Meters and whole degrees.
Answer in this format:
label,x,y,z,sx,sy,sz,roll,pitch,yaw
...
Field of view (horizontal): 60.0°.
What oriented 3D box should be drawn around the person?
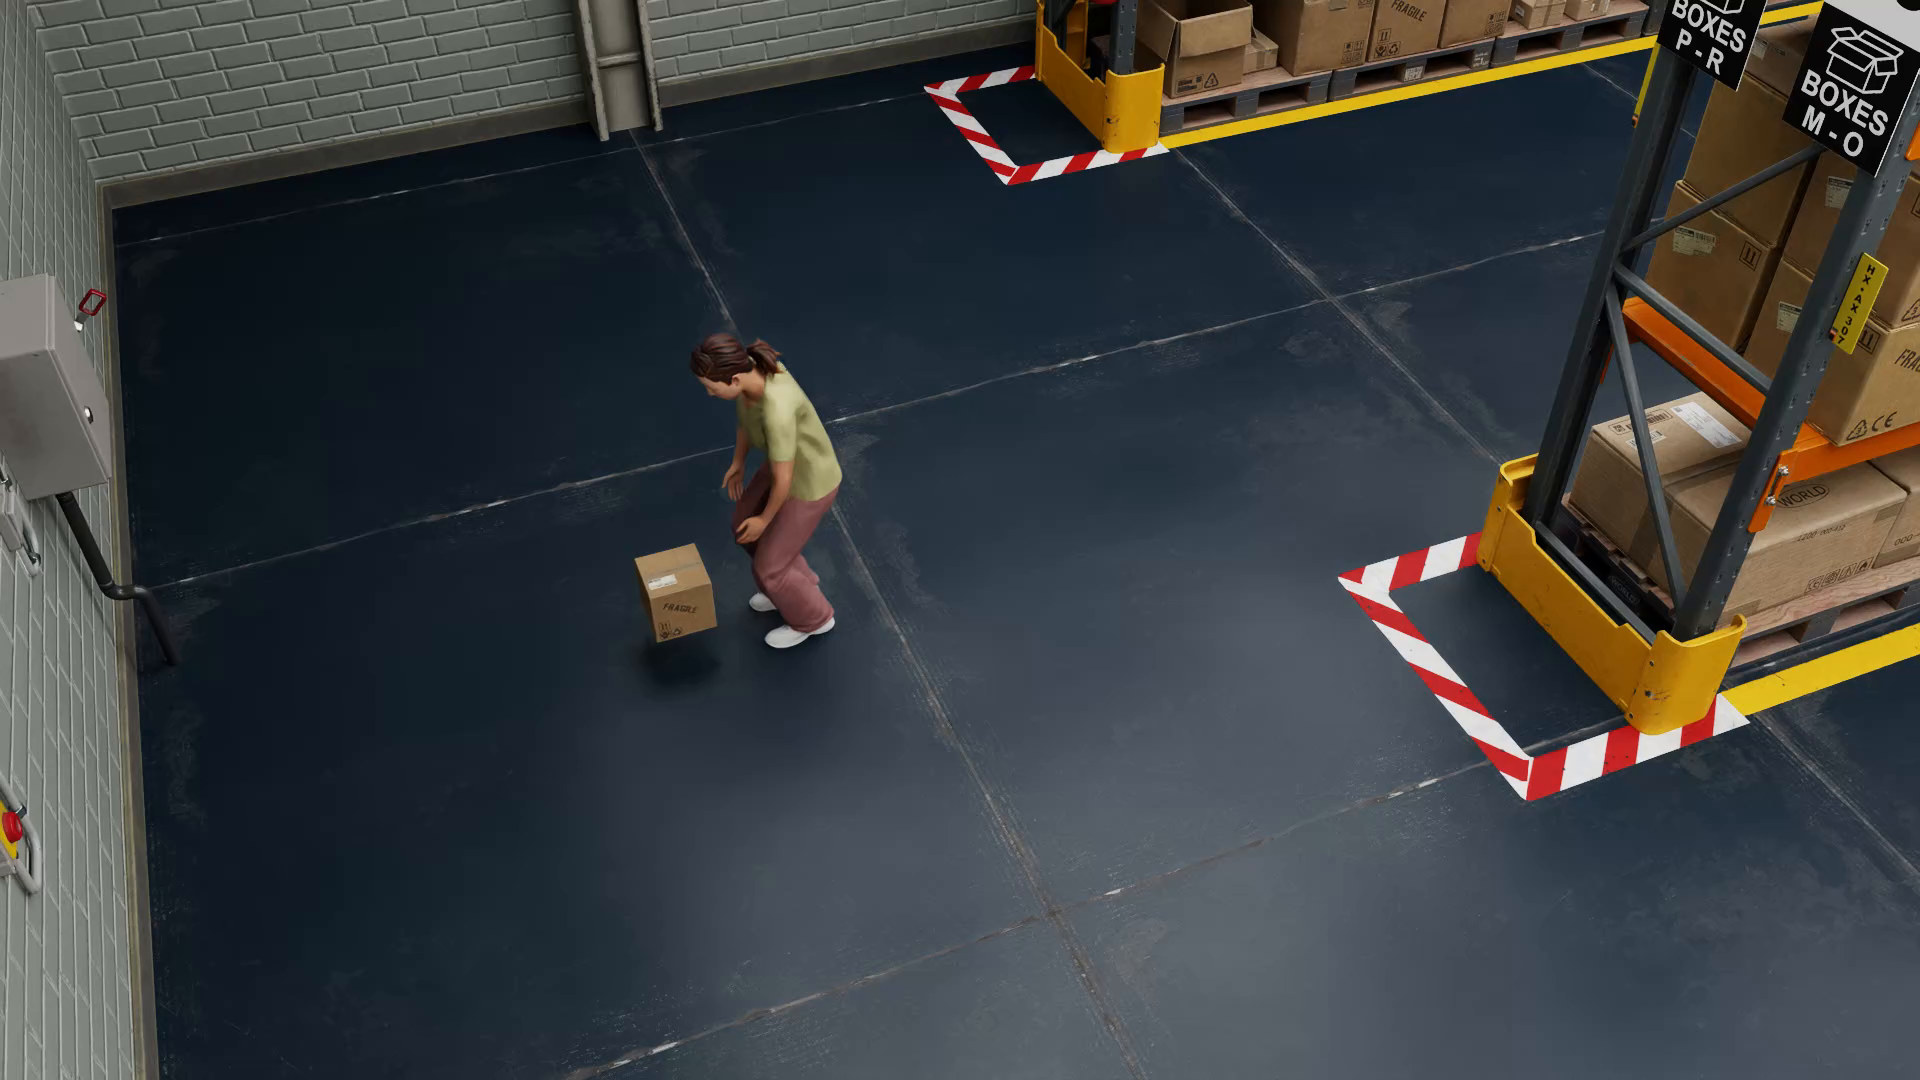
label,x,y,z,sx,sy,sz,roll,pitch,yaw
person,-0.726,-0.205,6.516,0.533,1.515,0.498,-15,44,-16
